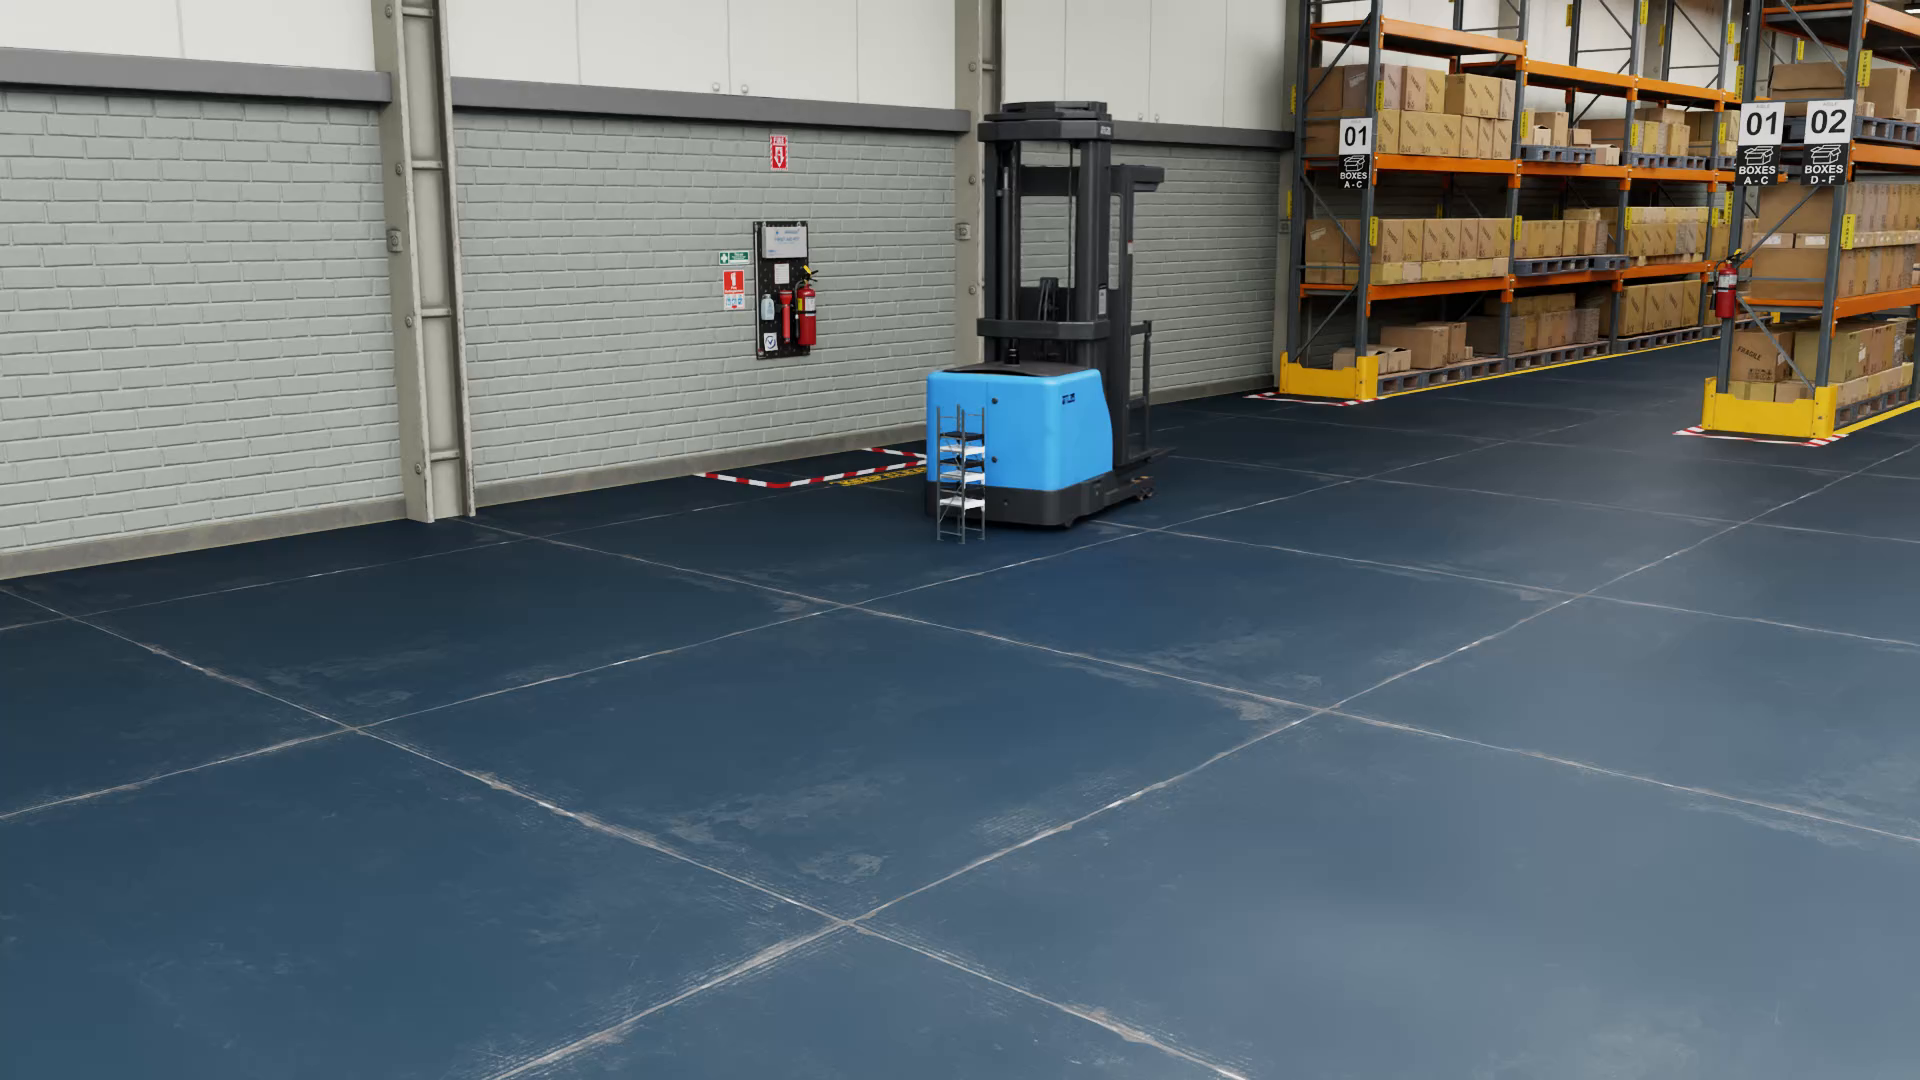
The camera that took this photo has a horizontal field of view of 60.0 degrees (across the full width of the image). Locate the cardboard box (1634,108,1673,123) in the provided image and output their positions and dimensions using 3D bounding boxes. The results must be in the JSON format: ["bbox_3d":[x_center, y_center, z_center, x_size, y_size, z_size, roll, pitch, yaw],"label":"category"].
[{"bbox_3d":[11.229,-6.866,26.977,0.500,0.250,0.500,9,15,39],"label":"cardboard box"}]

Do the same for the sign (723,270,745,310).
[{"bbox_3d":[-1.911,-2.116,14.054,0.001,0.329,0.234,10,15,40],"label":"sign"}]

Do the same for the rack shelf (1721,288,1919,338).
[{"bbox_3d":[9.384,-2.494,17.877,1.077,0.370,4.000,10,15,40],"label":"rack shelf"}]

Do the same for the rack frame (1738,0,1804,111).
[{"bbox_3d":[14.902,-8.489,30.736,1.000,3.000,0.127,10,15,40],"label":"rack frame"}]

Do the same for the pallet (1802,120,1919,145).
[{"bbox_3d":[9.355,-4.261,17.455,1.003,0.211,1.213,10,15,40],"label":"pallet"}]

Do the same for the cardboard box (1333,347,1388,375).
[{"bbox_3d":[4.864,-2.180,20.209,0.500,0.311,0.500,8,14,34],"label":"cardboard box"}]

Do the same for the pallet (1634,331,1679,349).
[{"bbox_3d":[11.003,-3.287,27.130,1.003,0.211,1.213,10,15,40],"label":"pallet"}]

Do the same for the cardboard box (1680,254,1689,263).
[{"bbox_3d":[11.767,-4.639,27.372,0.380,0.149,0.250,10,15,40],"label":"cardboard box"}]

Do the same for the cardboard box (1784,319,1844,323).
[{"bbox_3d":[9.503,-2.192,18.559,0.500,0.500,0.500,10,15,40],"label":"cardboard box"}]

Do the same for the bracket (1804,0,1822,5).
[{"bbox_3d":[17.749,-11.040,34.319,0.076,0.066,3.189,10,15,40],"label":"bracket"}]

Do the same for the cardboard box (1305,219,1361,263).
[{"bbox_3d":[4.491,-3.593,19.962,0.500,0.500,0.500,10,15,40],"label":"cardboard box"}]

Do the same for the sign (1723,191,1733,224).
[{"bbox_3d":[7.665,-3.309,16.558,0.100,0.325,0.005,10,15,40],"label":"sign"}]

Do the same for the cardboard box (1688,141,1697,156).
[{"bbox_3d":[12.537,-6.742,28.703,0.500,0.250,0.500,10,15,41],"label":"cardboard box"}]

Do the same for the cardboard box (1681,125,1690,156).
[{"bbox_3d":[11.598,-6.579,27.453,0.700,0.500,0.500,9,14,37],"label":"cardboard box"}]

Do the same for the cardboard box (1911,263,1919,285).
[{"bbox_3d":[10.996,-3.146,19.686,0.500,0.250,0.500,11,16,44],"label":"cardboard box"}]

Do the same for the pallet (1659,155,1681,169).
[{"bbox_3d":[10.742,-6.014,26.489,1.003,0.211,1.213,11,16,43],"label":"pallet"}]

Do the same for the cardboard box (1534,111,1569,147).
[{"bbox_3d":[8.216,-5.759,23.399,0.500,0.500,0.500,9,14,38],"label":"cardboard box"}]

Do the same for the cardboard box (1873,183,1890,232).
[{"bbox_3d":[9.422,-3.539,17.703,0.700,0.500,0.500,10,15,40],"label":"cardboard box"}]

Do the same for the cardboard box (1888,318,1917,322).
[{"bbox_3d":[12.438,-2.745,21.812,0.500,0.311,0.500,9,15,39],"label":"cardboard box"}]

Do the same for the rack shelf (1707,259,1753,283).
[{"bbox_3d":[13.582,-4.900,29.921,1.077,0.370,4.000,10,15,40],"label":"rack shelf"}]

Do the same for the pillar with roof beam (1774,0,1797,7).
[{"bbox_3d":[19.412,-11.365,29.785,8.718,2.987,0.548,10,15,40],"label":"pillar with roof beam"}]

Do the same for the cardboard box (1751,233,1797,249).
[{"bbox_3d":[8.173,-3.001,16.665,0.380,0.149,0.250,9,15,39],"label":"cardboard box"}]

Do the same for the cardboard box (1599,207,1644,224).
[{"bbox_3d":[10.133,-4.980,25.505,0.500,0.250,0.500,10,15,42],"label":"cardboard box"}]

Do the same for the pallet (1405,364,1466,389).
[{"bbox_3d":[5.758,-2.130,21.337,1.003,0.211,1.213,10,15,40],"label":"pallet"}]

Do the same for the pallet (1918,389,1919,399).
[{"bbox_3d":[11.161,-1.887,20.121,1.003,0.211,1.213,10,15,40],"label":"pallet"}]

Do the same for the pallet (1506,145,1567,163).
[{"bbox_3d":[7.468,-5.237,22.594,1.213,0.211,1.003,10,15,40],"label":"pallet"}]

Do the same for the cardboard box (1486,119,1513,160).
[{"bbox_3d":[6.831,-5.204,21.644,0.500,0.500,0.500,10,15,42],"label":"cardboard box"}]

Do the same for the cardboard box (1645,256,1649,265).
[{"bbox_3d":[10.662,-4.431,26.328,0.380,0.149,0.250,10,15,42],"label":"cardboard box"}]

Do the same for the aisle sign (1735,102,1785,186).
[{"bbox_3d":[7.800,-3.856,16.221,0.394,0.787,0.004,10,15,40],"label":"aisle sign"}]

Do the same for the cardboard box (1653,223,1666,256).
[{"bbox_3d":[10.815,-4.761,26.326,0.500,0.500,0.500,10,15,40],"label":"cardboard box"}]

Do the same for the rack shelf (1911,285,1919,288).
[{"bbox_3d":[12.024,-3.083,20.824,1.077,0.370,4.000,10,15,40],"label":"rack shelf"}]

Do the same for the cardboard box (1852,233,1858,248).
[{"bbox_3d":[8.822,-3.025,16.789,0.380,0.149,0.250,10,15,41],"label":"cardboard box"}]

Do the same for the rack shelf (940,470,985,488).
[{"bbox_3d":[0.005,-0.410,11.136,0.258,0.077,0.200,10,15,40],"label":"rack shelf"}]

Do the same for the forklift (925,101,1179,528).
[{"bbox_3d":[0.863,-1.768,12.581,1.130,2.935,3.031,6,13,26],"label":"forklift"}]

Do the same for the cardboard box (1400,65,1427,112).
[{"bbox_3d":[5.146,-5.305,19.597,0.500,0.500,0.500,10,15,40],"label":"cardboard box"}]

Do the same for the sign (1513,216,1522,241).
[{"bbox_3d":[7.393,-4.137,22.054,0.100,0.325,0.005,10,15,40],"label":"sign"}]

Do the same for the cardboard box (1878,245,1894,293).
[{"bbox_3d":[9.738,-2.972,18.180,0.700,0.500,0.500,10,15,41],"label":"cardboard box"}]

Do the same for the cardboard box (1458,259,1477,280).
[{"bbox_3d":[6.240,-3.460,21.209,0.500,0.250,0.500,10,15,40],"label":"cardboard box"}]

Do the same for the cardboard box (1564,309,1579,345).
[{"bbox_3d":[8.757,-3.186,24.764,0.700,0.500,0.500,10,15,40],"label":"cardboard box"}]

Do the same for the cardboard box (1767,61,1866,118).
[{"bbox_3d":[8.446,-4.433,16.395,0.637,0.503,0.797,-11,16,-44],"label":"cardboard box"}]

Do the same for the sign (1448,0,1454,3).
[{"bbox_3d":[6.560,-7.330,22.144,0.100,0.325,0.005,10,15,40],"label":"sign"}]

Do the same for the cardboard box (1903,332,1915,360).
[{"bbox_3d":[11.164,-2.302,19.596,0.500,0.311,0.500,10,15,41],"label":"cardboard box"}]

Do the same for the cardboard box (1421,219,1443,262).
[{"bbox_3d":[5.560,-3.675,20.368,0.500,0.500,0.500,9,14,39],"label":"cardboard box"}]

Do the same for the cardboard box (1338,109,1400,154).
[{"bbox_3d":[4.749,-4.739,19.316,0.500,0.500,0.500,10,15,42],"label":"cardboard box"}]

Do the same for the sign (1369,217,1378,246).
[{"bbox_3d":[4.748,-3.547,19.102,0.100,0.325,0.005,10,15,40],"label":"sign"}]

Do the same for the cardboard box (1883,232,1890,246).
[{"bbox_3d":[9.673,-3.215,17.736,0.380,0.149,0.250,10,15,42],"label":"cardboard box"}]

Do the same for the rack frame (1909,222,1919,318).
[{"bbox_3d":[13.344,-3.730,22.226,1.000,3.000,0.127,10,15,40],"label":"rack frame"}]

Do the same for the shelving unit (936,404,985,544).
[{"bbox_3d":[0.005,-0.442,11.129,0.258,0.900,0.210,10,15,40],"label":"shelving unit"}]

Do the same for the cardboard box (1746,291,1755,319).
[{"bbox_3d":[14.185,-4.337,30.578,0.700,0.500,0.500,10,15,40],"label":"cardboard box"}]

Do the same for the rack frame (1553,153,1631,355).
[{"bbox_3d":[9.621,-4.370,25.430,1.000,3.000,0.127,10,15,40],"label":"rack frame"}]

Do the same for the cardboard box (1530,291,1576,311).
[{"bbox_3d":[8.761,-3.539,24.615,0.500,0.250,0.500,10,15,41],"label":"cardboard box"}]

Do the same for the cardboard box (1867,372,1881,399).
[{"bbox_3d":[9.576,-1.681,17.917,0.500,0.250,0.500,10,15,40],"label":"cardboard box"}]

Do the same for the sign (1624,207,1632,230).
[{"bbox_3d":[10.035,-4.830,24.980,0.100,0.325,0.005,10,15,40],"label":"sign"}]

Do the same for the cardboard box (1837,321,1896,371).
[{"bbox_3d":[9.896,-2.124,18.220,0.500,0.500,0.500,10,15,40],"label":"cardboard box"}]

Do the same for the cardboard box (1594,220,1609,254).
[{"bbox_3d":[9.318,-4.564,25.025,0.700,0.500,0.500,8,14,34],"label":"cardboard box"}]

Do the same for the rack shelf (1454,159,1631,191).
[{"bbox_3d":[8.301,-5.194,23.734,1.077,0.370,4.000,10,15,40],"label":"rack shelf"}]
